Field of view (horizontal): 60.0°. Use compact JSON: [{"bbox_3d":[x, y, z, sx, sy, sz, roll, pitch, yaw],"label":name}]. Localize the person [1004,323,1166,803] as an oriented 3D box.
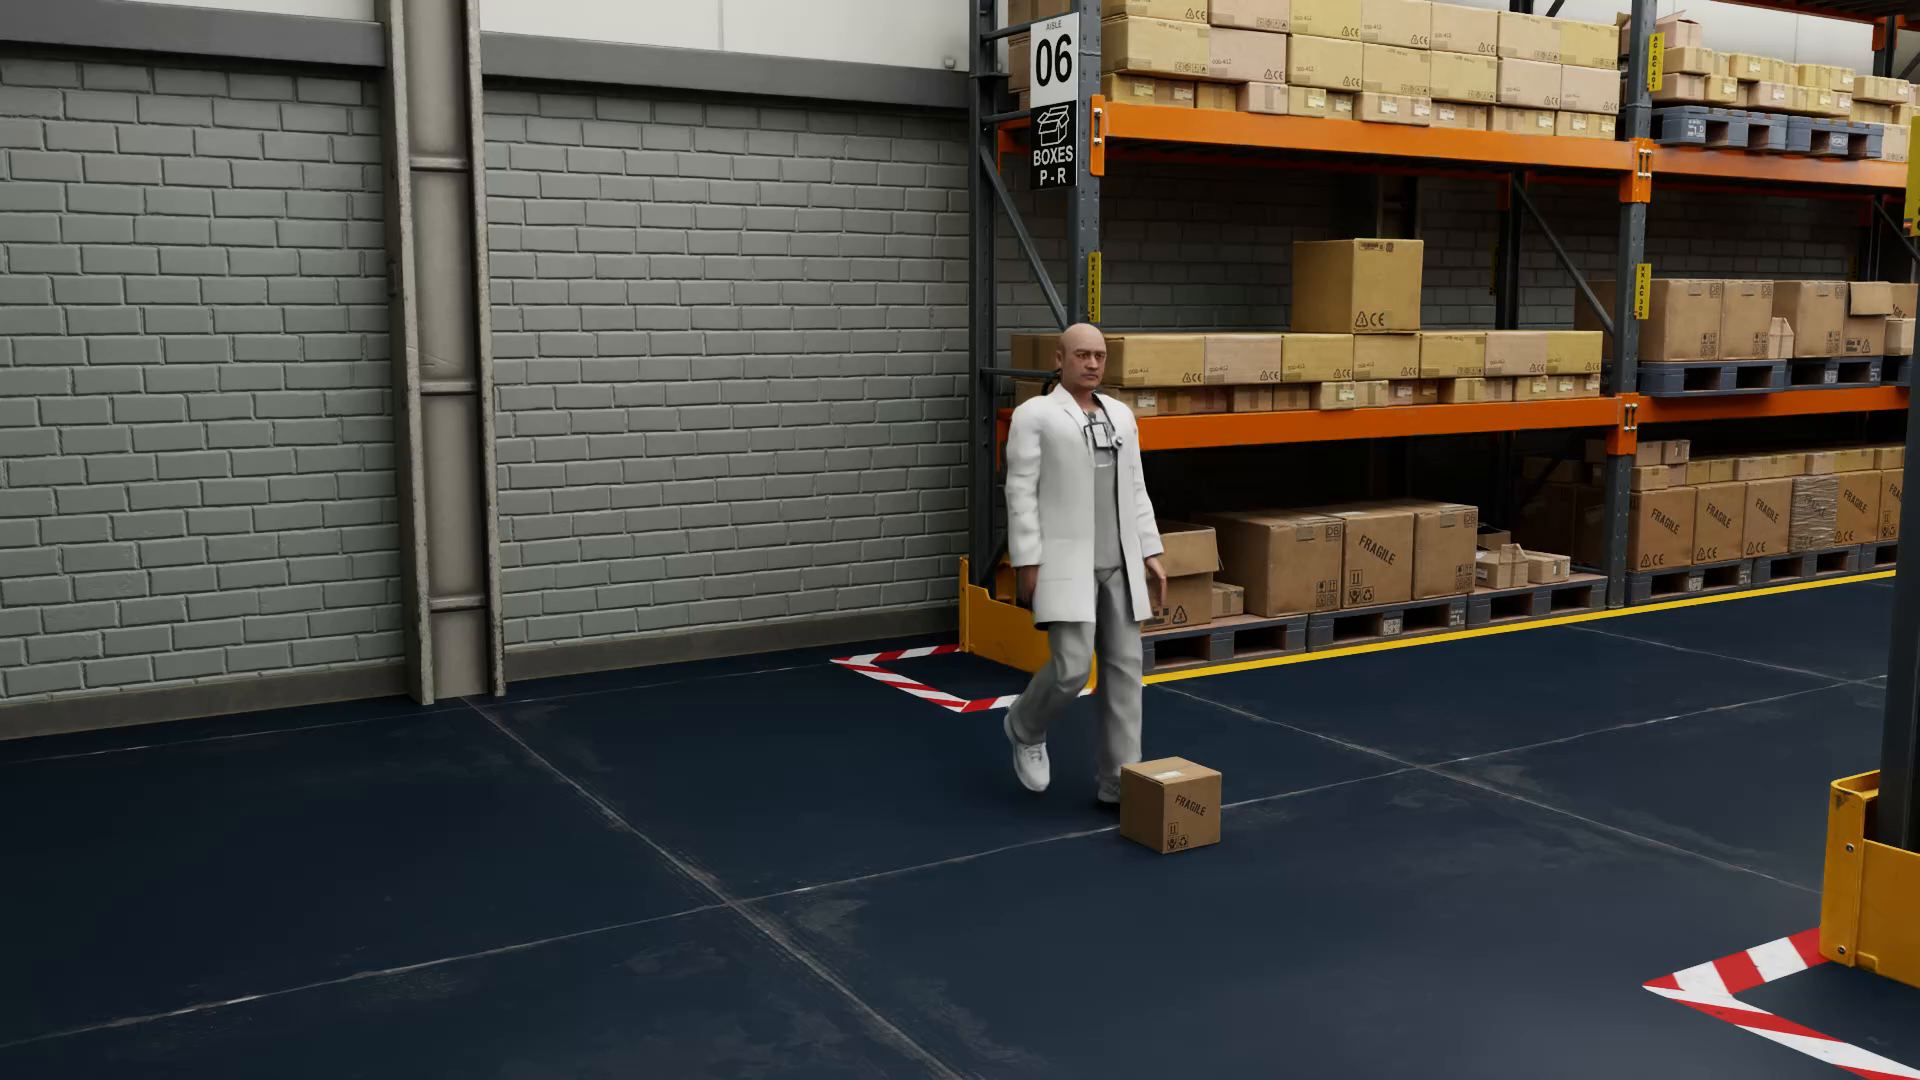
[{"bbox_3d":[0.482,0.095,6.099,0.611,1.763,0.740,-5,9,-31],"label":"person"}]
